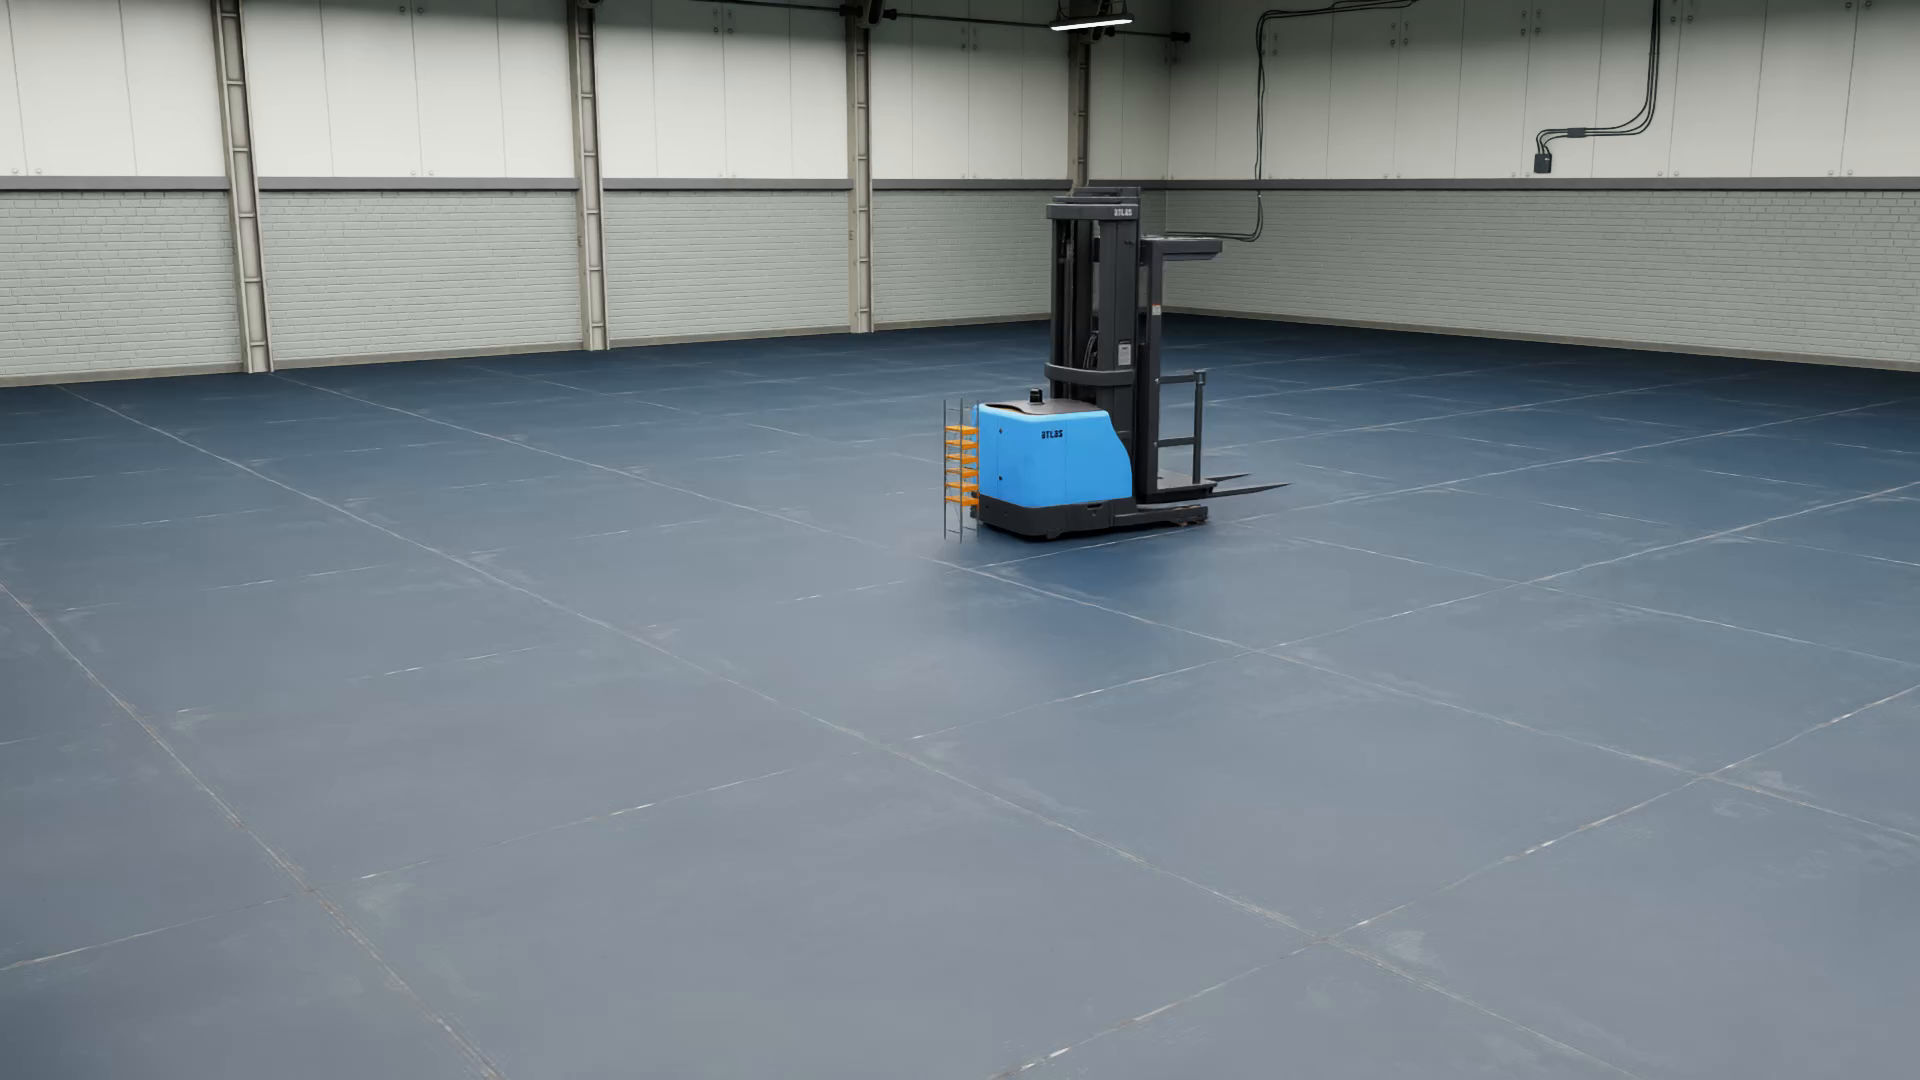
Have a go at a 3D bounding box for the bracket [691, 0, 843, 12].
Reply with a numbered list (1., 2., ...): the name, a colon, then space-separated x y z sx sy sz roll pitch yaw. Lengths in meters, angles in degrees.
1. bracket: -4.144 -10.014 30.956 4.783 0.066 0.076 -9 15 -38

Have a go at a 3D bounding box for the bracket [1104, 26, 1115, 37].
1. bracket: 3.202 -11.234 36.704 0.430 0.232 0.235 -9 15 -38

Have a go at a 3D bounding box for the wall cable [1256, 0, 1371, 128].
1. wall cable: 7.472 -10.158 35.618 0.112 2.526 3.097 -9 15 -38

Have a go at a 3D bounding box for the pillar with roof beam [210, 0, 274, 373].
1. pillar with roof beam: -8.710 -6.443 22.808 0.400 9.000 9.100 -9 15 -38

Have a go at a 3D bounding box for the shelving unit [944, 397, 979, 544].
1. shelving unit: 0.011 -0.589 14.013 0.189 1.200 0.258 -9 15 -38

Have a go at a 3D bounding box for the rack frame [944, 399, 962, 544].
1. rack frame: -0.060 -0.577 13.957 0.006 1.200 0.240 -9 15 -38

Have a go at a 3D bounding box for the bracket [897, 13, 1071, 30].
1. bracket: 0.542 -10.792 34.623 4.783 0.066 0.076 -9 15 -38

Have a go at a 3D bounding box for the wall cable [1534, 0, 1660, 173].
1. wall cable: 11.700 -9.767 30.272 0.169 6.003 2.305 -9 15 -38

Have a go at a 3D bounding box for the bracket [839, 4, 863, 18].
1. bracket: -2.132 -10.348 32.531 0.430 0.232 0.235 -9 15 -38

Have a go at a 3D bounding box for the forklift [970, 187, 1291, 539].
1. forklift: 1.619 -1.643 14.808 3.031 2.935 1.130 -7 14 -30

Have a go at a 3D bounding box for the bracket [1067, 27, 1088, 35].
1. bracket: 2.553 -11.127 36.197 0.430 0.232 0.235 -9 15 -38

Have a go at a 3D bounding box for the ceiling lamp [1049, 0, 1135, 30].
1. ceiling lamp: 2.605 -11.061 30.500 0.800 3.185 2.000 -9 15 -38

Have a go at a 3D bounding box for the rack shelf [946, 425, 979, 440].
1. rack shelf: 0.011 -0.897 13.947 0.180 0.103 0.258 -9 15 -38

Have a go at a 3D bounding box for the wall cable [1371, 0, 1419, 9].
1. wall cable: 9.405 -11.881 32.781 0.112 2.526 3.097 -9 15 -38

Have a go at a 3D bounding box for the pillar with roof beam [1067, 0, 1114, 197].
1. pillar with roof beam: 5.345 -8.779 33.807 0.548 9.000 9.100 -9 15 -38

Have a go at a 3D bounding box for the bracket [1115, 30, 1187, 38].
1. bracket: 4.591 -11.465 37.792 3.189 0.066 0.076 -9 15 -38

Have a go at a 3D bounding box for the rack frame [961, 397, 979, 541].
1. rack frame: 0.083 -0.601 14.069 0.006 1.200 0.240 -9 15 -38

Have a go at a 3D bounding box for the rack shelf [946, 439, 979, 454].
1. rack shelf: 0.011 -0.780 13.972 0.180 0.103 0.258 -9 15 -38

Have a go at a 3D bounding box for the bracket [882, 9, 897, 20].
1. bracket: -1.484 -10.456 33.038 0.430 0.232 0.235 -9 15 -38

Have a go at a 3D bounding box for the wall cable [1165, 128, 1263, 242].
1. wall cable: 5.782 -8.126 38.208 0.112 2.526 3.097 -9 15 -38

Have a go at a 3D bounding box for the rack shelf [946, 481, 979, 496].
1. rack shelf: 0.011 -0.428 14.047 0.180 0.103 0.258 -9 15 -38

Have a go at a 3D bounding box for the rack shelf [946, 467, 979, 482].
1. rack shelf: 0.011 -0.545 14.022 0.180 0.103 0.258 -9 15 -38

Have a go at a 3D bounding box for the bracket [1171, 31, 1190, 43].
1. bracket: 5.052 -11.542 38.153 0.430 0.232 0.235 -9 15 -38

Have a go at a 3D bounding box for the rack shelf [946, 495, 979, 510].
1. rack shelf: 0.011 -0.311 14.072 0.180 0.103 0.258 -9 15 -38

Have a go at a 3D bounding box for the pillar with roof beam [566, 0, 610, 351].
1. pillar with roof beam: -4.025 -7.222 26.474 0.548 9.000 9.100 -9 15 -38

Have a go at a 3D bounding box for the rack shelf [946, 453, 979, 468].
1. rack shelf: 0.011 -0.663 13.997 0.180 0.103 0.258 -9 15 -38

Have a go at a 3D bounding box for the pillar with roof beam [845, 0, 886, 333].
1. pillar with roof beam: 0.660 -8.000 30.141 0.548 9.000 9.100 -9 15 -38
